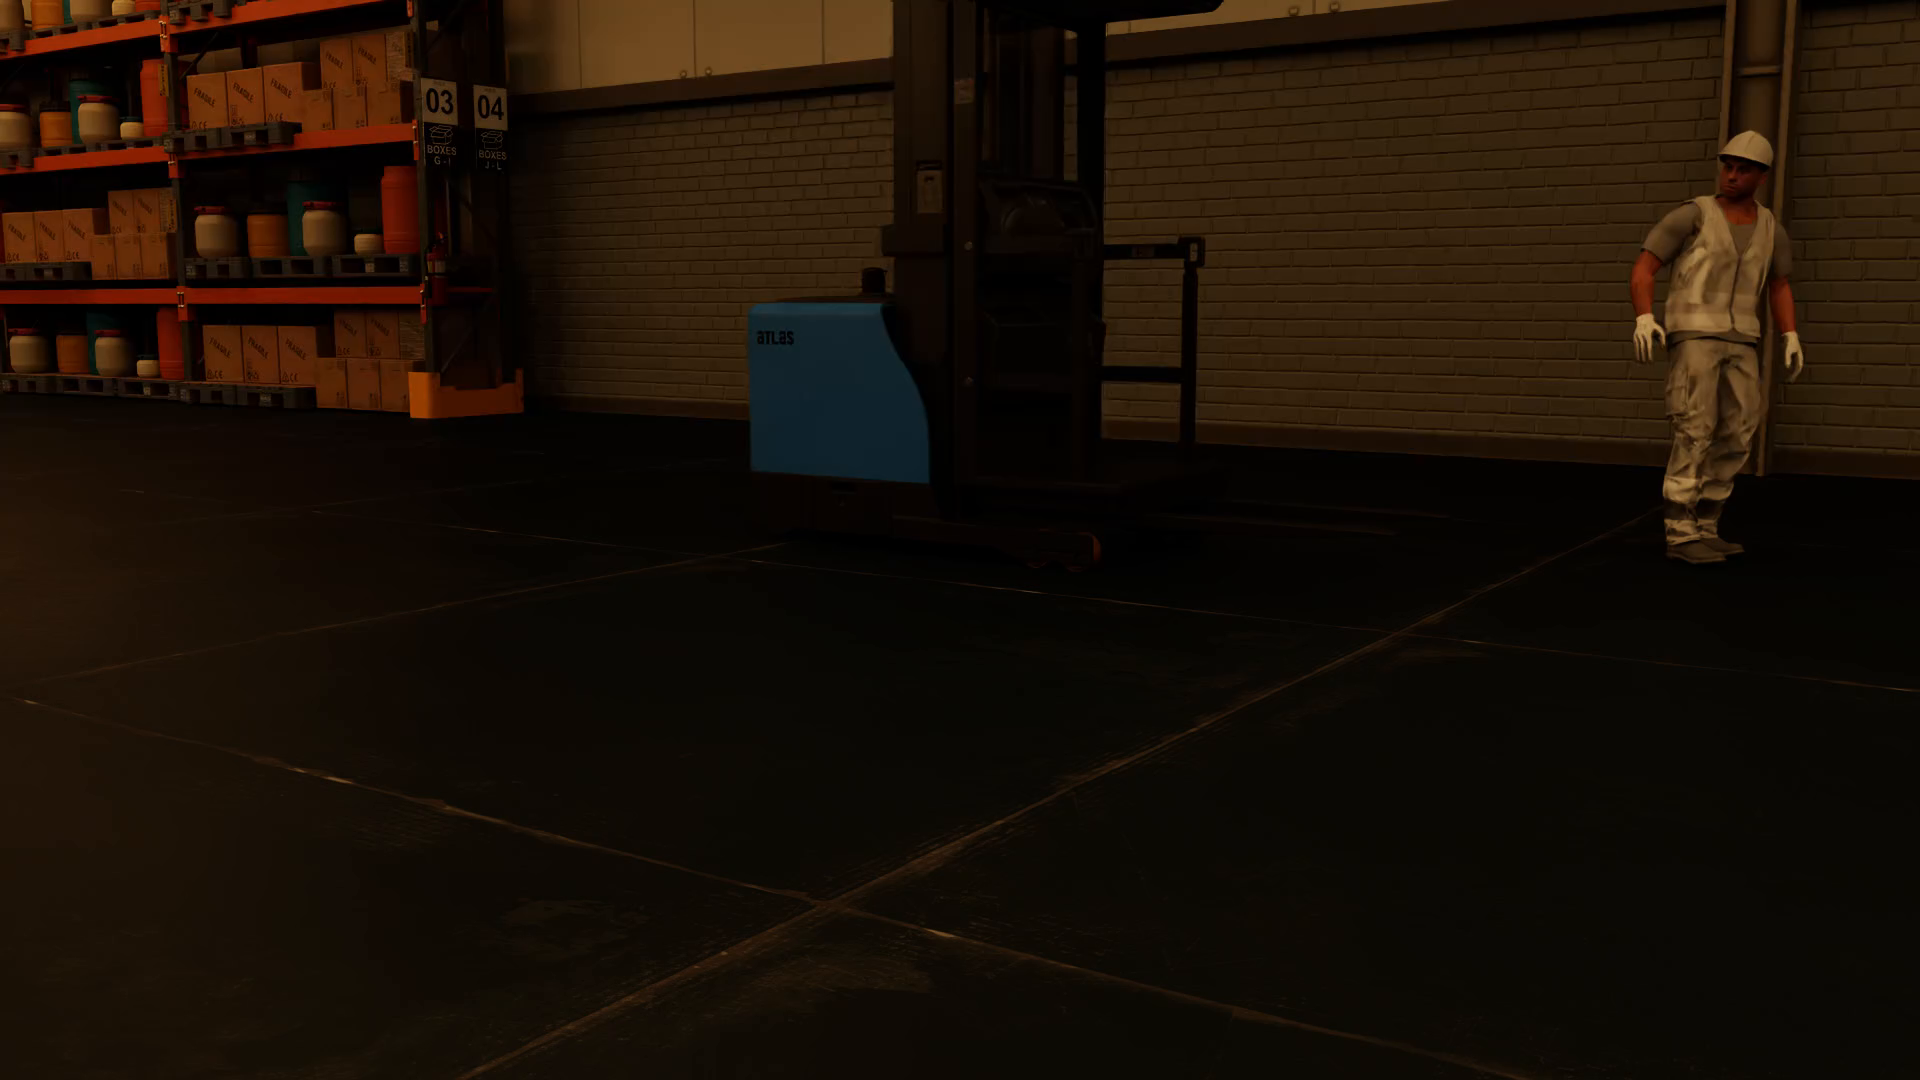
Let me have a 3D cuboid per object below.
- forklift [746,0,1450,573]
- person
[{"bbox_3d":[0.528,-1.405,7.072,3.031,2.935,1.130,5,10,33],"label":"forklift"},{"bbox_3d":[3.178,-0.795,6.909,0.757,1.772,0.505,-2,8,-13],"label":"person"}]
